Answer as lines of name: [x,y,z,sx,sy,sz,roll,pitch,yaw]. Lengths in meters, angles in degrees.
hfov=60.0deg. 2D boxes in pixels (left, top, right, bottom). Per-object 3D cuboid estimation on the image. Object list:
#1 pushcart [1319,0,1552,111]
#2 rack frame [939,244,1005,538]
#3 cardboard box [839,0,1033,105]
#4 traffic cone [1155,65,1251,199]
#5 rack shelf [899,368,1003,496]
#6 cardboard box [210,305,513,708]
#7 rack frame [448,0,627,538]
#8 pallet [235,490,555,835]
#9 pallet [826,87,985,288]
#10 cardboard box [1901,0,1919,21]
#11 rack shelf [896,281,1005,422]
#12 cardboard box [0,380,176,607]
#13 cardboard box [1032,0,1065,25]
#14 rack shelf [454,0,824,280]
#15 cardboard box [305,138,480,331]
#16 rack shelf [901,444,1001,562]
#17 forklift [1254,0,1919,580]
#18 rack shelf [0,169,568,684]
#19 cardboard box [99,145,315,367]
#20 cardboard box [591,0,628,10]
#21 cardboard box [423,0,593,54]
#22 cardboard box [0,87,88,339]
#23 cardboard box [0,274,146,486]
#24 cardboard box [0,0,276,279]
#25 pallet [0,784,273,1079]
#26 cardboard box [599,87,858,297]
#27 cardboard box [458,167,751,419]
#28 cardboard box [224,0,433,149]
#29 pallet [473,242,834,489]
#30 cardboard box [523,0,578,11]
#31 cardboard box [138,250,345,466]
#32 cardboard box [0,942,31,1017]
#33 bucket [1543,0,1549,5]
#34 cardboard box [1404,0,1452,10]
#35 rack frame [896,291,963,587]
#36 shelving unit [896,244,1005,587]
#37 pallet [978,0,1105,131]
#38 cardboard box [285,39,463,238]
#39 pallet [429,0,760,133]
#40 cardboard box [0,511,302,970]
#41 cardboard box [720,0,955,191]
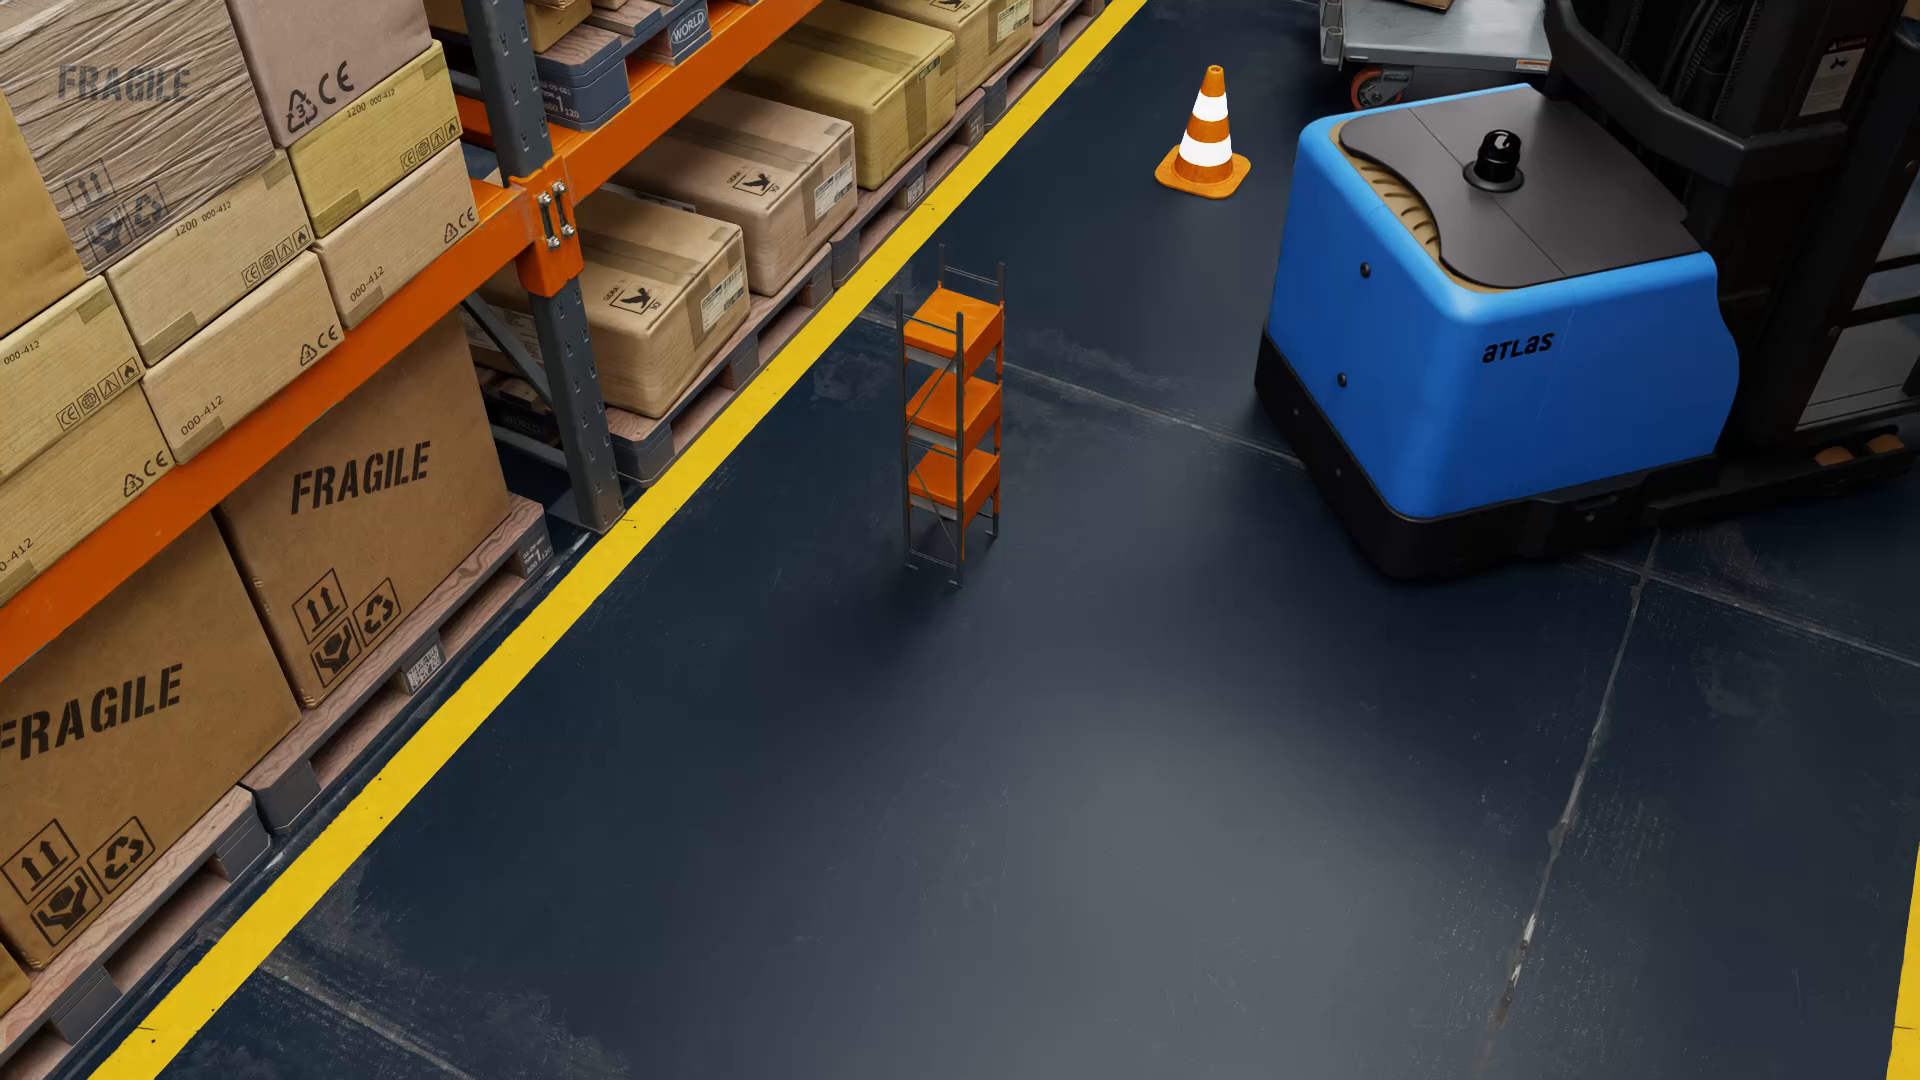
pushcart: [2.359,-2.143,7.103,1.648,0.377,0.936,5,46,5]
rack frame: [0.032,-0.412,4.919,0.200,1.050,0.008,20,49,19]
cardboard box: [-0.256,-2.225,6.892,0.950,0.372,0.625,23,50,21]
traffic cone: [0.980,-1.651,6.556,0.336,0.463,0.334,20,49,19]
rack shelf: [-0.025,-0.328,4.851,0.215,0.259,0.240,20,49,19]
cardboard box: [-1.935,-0.259,4.596,0.875,0.875,0.875,20,49,19]
rack frame: [-1.541,-1.266,4.392,1.000,3.000,0.127,20,49,19]
pallet: [-1.973,0.186,4.918,1.003,0.211,1.213,20,49,19]
pallet: [-0.609,-1.543,6.627,1.003,0.211,1.213,20,49,19]
cardboard box: [4.559,-2.654,7.520,0.500,0.500,0.500,29,52,25]
rack shelf: [-0.025,-0.527,4.649,0.215,0.259,0.240,20,49,19]
cardboard box: [-2.017,-0.170,3.415,0.500,0.250,0.500,20,49,19]
cardboard box: [0.075,-2.679,7.341,0.950,0.372,0.625,21,49,20]
rack shelf: [-0.612,-2.273,5.894,1.077,0.370,4.000,20,49,19]
cardboard box: [-1.546,-0.809,4.046,0.500,0.250,0.500,19,48,18]
rack shelf: [-0.025,-0.133,5.048,0.215,0.259,0.240,20,49,19]
forklift: [2.578,-1.518,4.690,3.031,2.935,1.130,-12,47,-12]
rack shelf: [-2.469,0.247,3.403,1.077,0.370,4.000,20,49,19]
cardboard box: [-1.775,-0.676,3.563,0.500,0.250,0.500,19,48,18]
cardboard box: [-1.064,-1.636,4.639,0.380,0.149,0.250,18,48,17]
cardboard box: [-1.225,-1.469,4.474,0.380,0.149,0.250,18,48,17]
cardboard box: [-2.016,-0.604,2.965,0.500,0.500,0.500,20,49,19]
cardboard box: [-1.995,-0.347,3.238,0.500,0.250,0.500,19,48,18]
cardboard box: [-1.780,-0.915,3.272,0.500,0.500,0.500,21,49,20]
pallet: [-2.541,0.951,4.161,1.003,0.211,1.213,20,49,19]
cardboard box: [-0.934,-1.310,5.988,0.950,0.372,0.625,20,49,18]
cardboard box: [-1.270,-0.843,5.526,0.950,0.372,0.625,17,48,16]
cardboard box: [-1.549,-1.241,3.594,0.500,0.500,0.500,19,48,18]
pallet: [-1.177,-0.778,5.870,1.003,0.211,1.213,20,49,19]
cardboard box: [-1.127,-1.761,4.306,0.500,0.500,0.500,19,48,18]
cardboard box: [-1.769,-0.482,3.723,0.500,0.250,0.500,21,49,20]
cardboard box: [-2.768,0.864,3.485,0.875,0.875,0.875,22,49,20]
bucket: [2.768,-2.446,6.791,0.620,0.611,0.726,-39,56,-20]
cardboard box: [1.907,-2.605,6.940,0.500,0.500,0.500,20,49,19]
rack frame: [-0.081,-0.258,4.767,0.200,1.050,0.008,20,49,19]
shelving unit: [-0.025,-0.335,4.843,0.215,1.050,0.252,20,49,19]
pallet: [-0.044,-2.315,7.389,1.003,0.211,1.213,20,49,19]
cardboard box: [-1.541,-1.000,3.884,0.500,0.250,0.500,20,49,19]
pallet: [-1.304,-1.683,4.939,1.213,0.211,1.003,20,49,19]
cardboard box: [-2.353,0.301,4.042,0.875,0.875,0.875,21,49,20]
cardboard box: [-0.577,-1.786,6.459,0.950,0.372,0.625,22,49,20]
